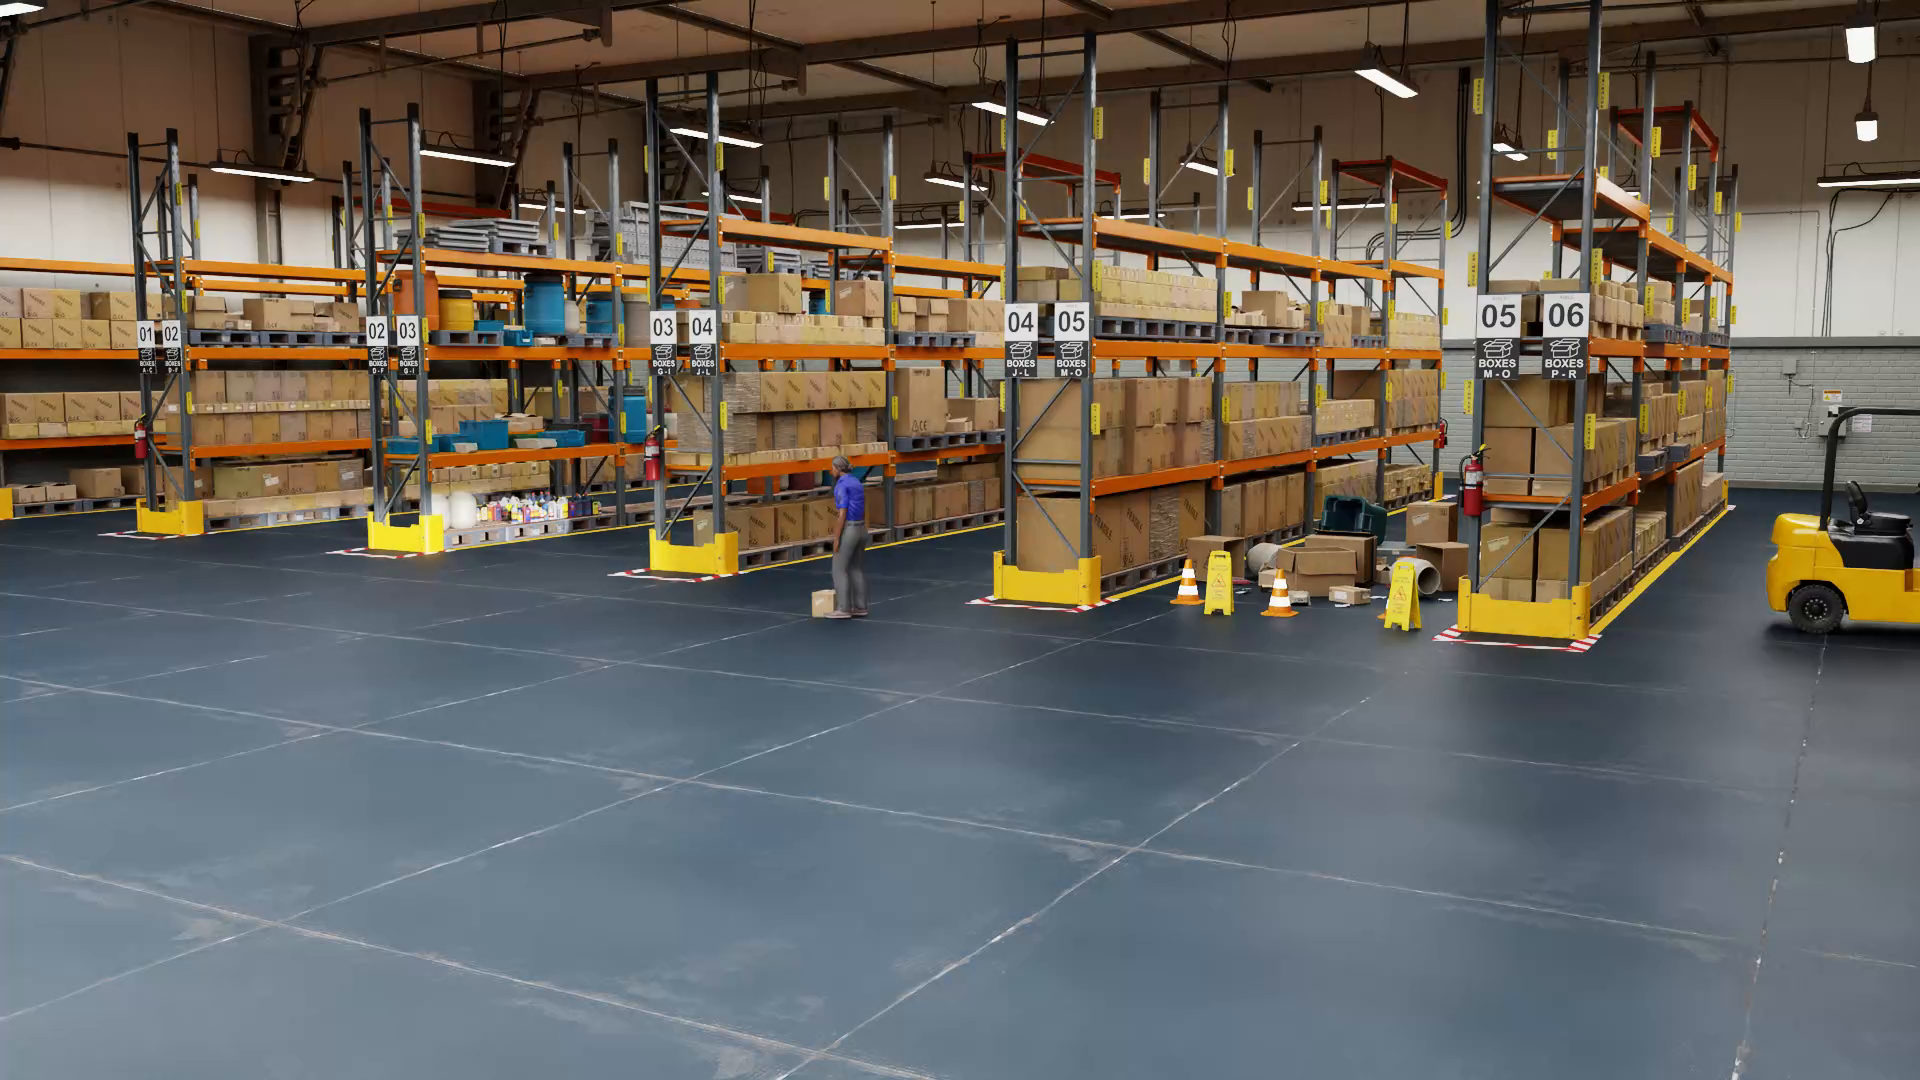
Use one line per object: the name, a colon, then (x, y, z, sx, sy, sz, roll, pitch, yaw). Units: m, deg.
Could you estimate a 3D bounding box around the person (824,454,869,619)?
person: (-1.143, -0.037, 16.749, 0.402, 1.653, 0.518, 3, 7, 26)
